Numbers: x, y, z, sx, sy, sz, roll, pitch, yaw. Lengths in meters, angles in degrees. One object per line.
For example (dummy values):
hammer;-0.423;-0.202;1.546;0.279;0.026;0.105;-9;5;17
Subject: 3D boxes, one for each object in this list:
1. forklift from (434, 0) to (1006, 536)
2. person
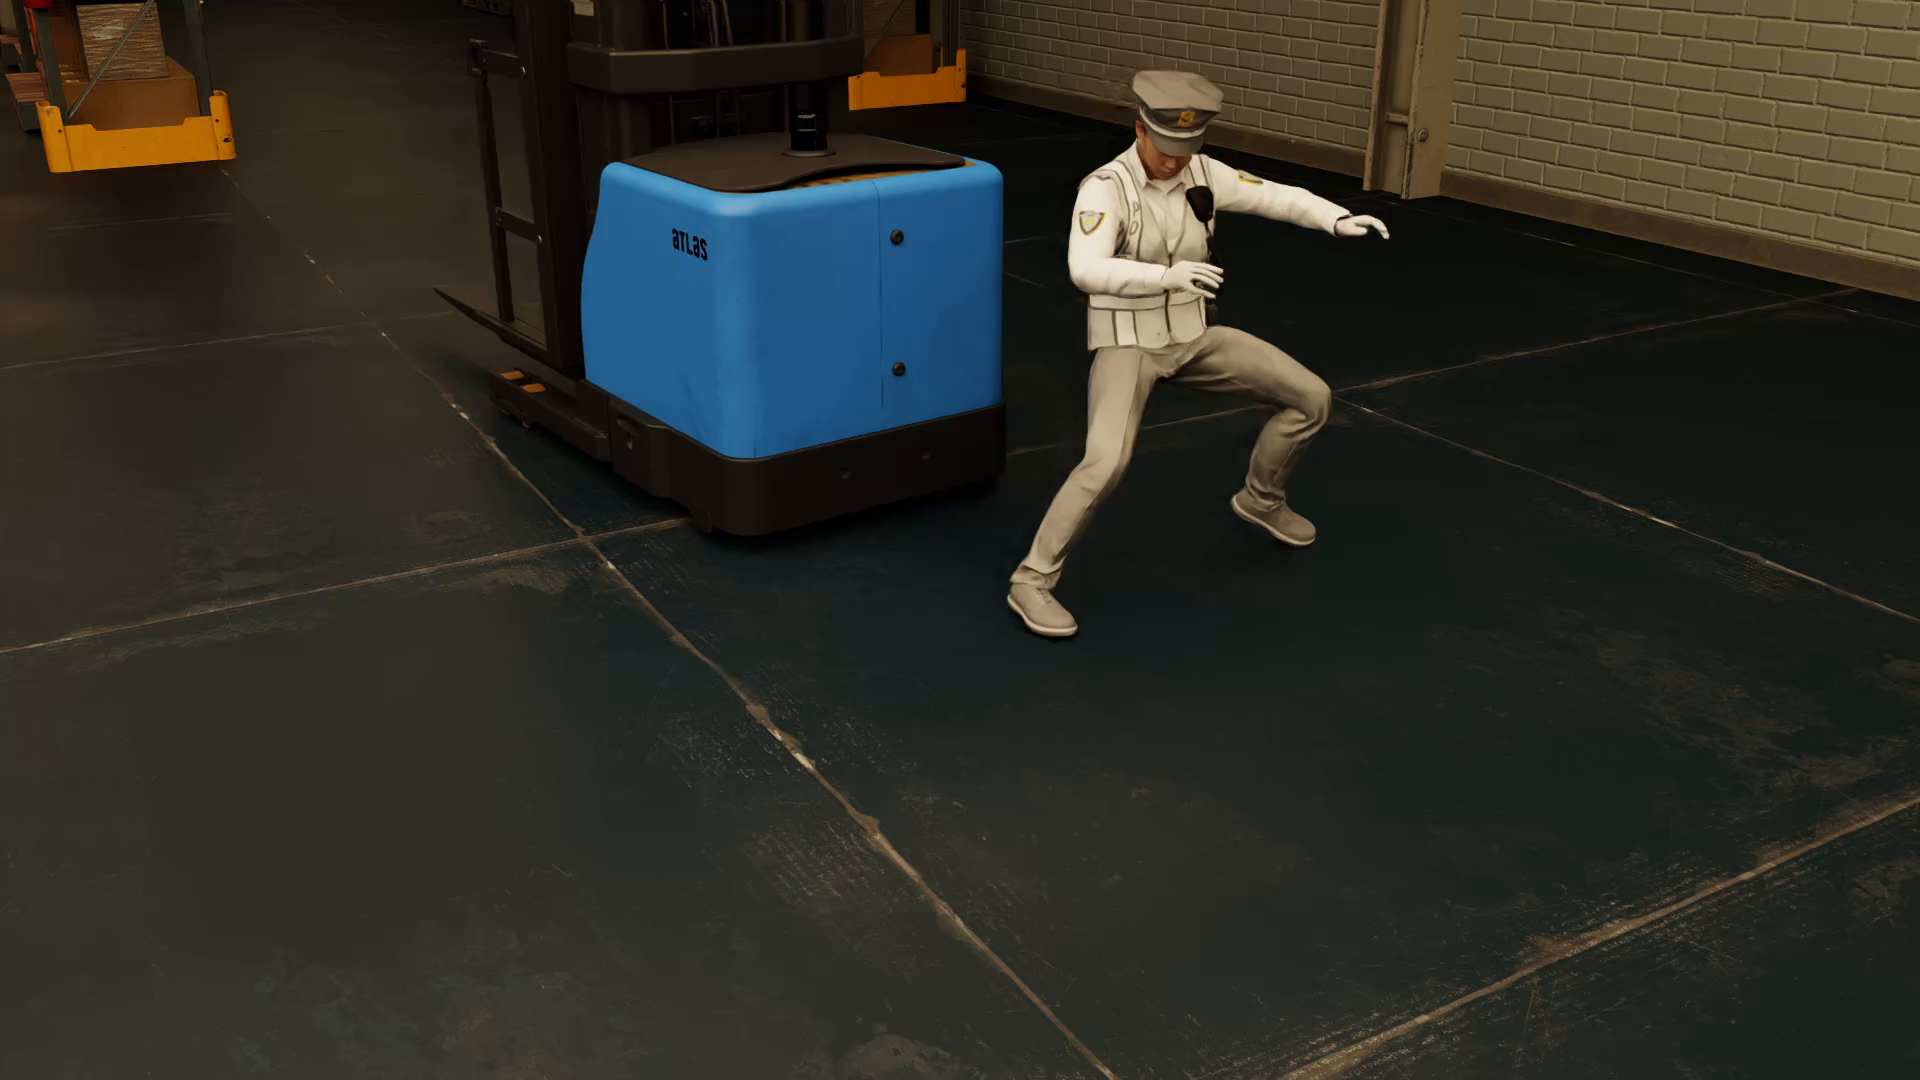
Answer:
forklift;-1.124;-1.865;5.820;1.130;2.935;3.031;-16;27;-33
person;0.614;-0.549;4.584;1.060;1.423;0.669;-8;24;-19
